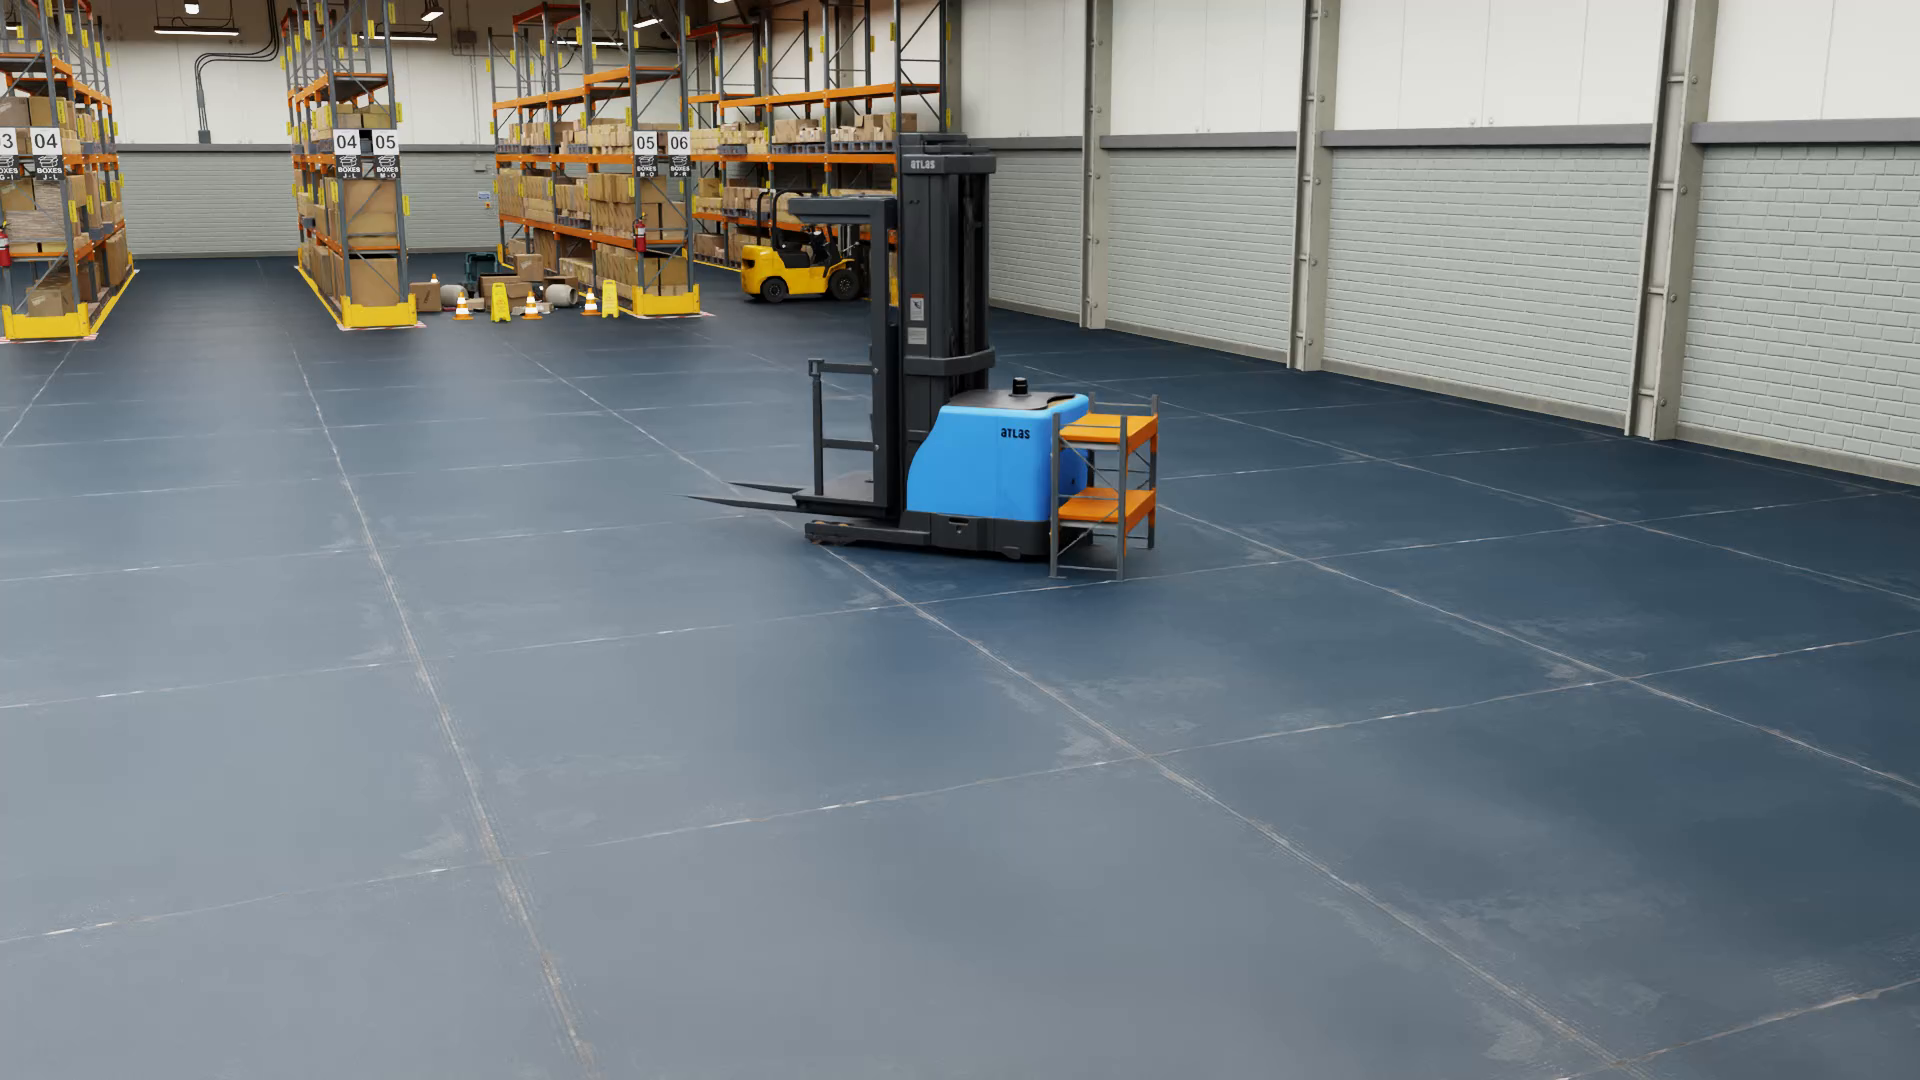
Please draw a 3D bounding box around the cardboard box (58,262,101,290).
[{"bbox_3d":[-17.282,-5.176,32.648,0.700,0.500,0.500,-6,15,-26],"label":"cardboard box"}]

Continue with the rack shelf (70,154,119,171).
[{"bbox_3d":[-19.972,-8.666,38.105,1.077,0.370,4.000,-6,14,-23],"label":"rack shelf"}]

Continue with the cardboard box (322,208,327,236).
[{"bbox_3d":[-11.835,-6.049,31.631,0.500,0.500,0.500,-6,14,-23],"label":"cardboard box"}]

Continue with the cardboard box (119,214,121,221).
[{"bbox_3d":[-19.717,-7.486,38.621,0.380,0.149,0.250,-5,14,-22],"label":"cardboard box"}]

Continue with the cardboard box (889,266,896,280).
[{"bbox_3d":[-1.219,-5.188,32.191,0.500,0.250,0.500,-6,14,-24],"label":"cardboard box"}]

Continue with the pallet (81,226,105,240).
[{"bbox_3d":[-16.139,-5.567,30.196,1.003,0.211,1.213,-6,14,-23],"label":"pallet"}]

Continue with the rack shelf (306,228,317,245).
[{"bbox_3d":[-13.785,-6.806,36.718,1.077,0.370,4.000,-6,14,-23],"label":"rack shelf"}]

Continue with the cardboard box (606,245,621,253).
[{"bbox_3d":[-6.584,-5.592,31.943,0.380,0.149,0.250,-5,14,-20],"label":"cardboard box"}]

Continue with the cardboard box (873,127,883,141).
[{"bbox_3d":[-1.449,-7.852,32.138,0.396,0.266,0.258,-6,14,-23],"label":"cardboard box"}]

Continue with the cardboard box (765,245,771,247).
[{"bbox_3d":[-4.309,-6.715,39.342,0.500,0.500,0.500,-5,14,-21],"label":"cardboard box"}]

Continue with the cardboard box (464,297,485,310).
[{"bbox_3d":[-9.005,-4.396,30.773,0.396,0.266,0.258,-3,13,-13],"label":"cardboard box"}]

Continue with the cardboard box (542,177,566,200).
[{"bbox_3d":[-9.149,-7.935,37.563,0.500,0.500,0.500,-5,14,-22],"label":"cardboard box"}]

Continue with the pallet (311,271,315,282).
[{"bbox_3d":[-14.273,-6.050,38.042,1.003,0.211,1.213,-6,14,-23],"label":"pallet"}]

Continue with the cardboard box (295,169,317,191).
[{"bbox_3d":[-15.856,-8.746,40.410,0.500,0.500,0.500,-6,14,-24],"label":"cardboard box"}]

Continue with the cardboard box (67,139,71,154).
[{"bbox_3d":[-14.728,-6.383,26.976,0.500,0.250,0.500,-6,14,-23],"label":"cardboard box"}]

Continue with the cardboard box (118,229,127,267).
[{"bbox_3d":[-20.079,-6.825,38.987,0.875,0.875,0.875,-6,14,-23],"label":"cardboard box"}]

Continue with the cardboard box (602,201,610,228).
[{"bbox_3d":[-6.554,-6.255,31.864,0.500,0.500,0.500,-6,14,-23],"label":"cardboard box"}]

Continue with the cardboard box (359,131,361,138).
[{"bbox_3d":[-10.634,-7.304,30.028,0.380,0.149,0.250,-6,14,-23],"label":"cardboard box"}]

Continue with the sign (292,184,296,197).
[{"bbox_3d":[-16.686,-8.768,41.683,0.100,0.325,0.005,-6,14,-23],"label":"sign"}]

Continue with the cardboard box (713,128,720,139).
[{"bbox_3d":[-5.967,-10.346,42.330,0.500,0.250,0.500,-6,14,-23],"label":"cardboard box"}]

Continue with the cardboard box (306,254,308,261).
[{"bbox_3d":[-15.247,-6.675,39.289,0.380,0.149,0.250,-6,14,-25],"label":"cardboard box"}]

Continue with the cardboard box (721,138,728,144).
[{"bbox_3d":[-5.717,-9.924,41.349,0.380,0.149,0.250,-5,14,-22],"label":"cardboard box"}]

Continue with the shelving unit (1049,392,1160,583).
[{"bbox_3d":[1.013,-0.389,11.555,0.538,1.125,1.048,4,14,17],"label":"shelving unit"}]

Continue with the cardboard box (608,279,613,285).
[{"bbox_3d":[-6.458,-4.884,31.988,0.500,0.250,0.500,-6,14,-24],"label":"cardboard box"}]

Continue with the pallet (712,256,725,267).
[{"bbox_3d":[-5.819,-7.270,43.312,1.003,0.211,1.213,-6,14,-23],"label":"pallet"}]

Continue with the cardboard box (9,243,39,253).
[{"bbox_3d":[-14.668,-4.581,26.067,0.380,0.149,0.250,-6,14,-23],"label":"cardboard box"}]

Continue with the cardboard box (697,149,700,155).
[{"bbox_3d":[-6.707,-10.239,43.863,0.380,0.149,0.250,-6,14,-23],"label":"cardboard box"}]

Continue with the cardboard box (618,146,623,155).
[{"bbox_3d":[-6.072,-7.157,30.547,0.380,0.149,0.250,-6,14,-23],"label":"cardboard box"}]

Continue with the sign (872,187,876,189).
[{"bbox_3d":[-1.832,-7.344,35.354,0.100,0.325,0.005,-6,14,-23],"label":"sign"}]

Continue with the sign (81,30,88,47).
[{"bbox_3d":[-17.076,-9.783,32.435,0.100,0.325,0.005,-6,14,-23],"label":"sign"}]

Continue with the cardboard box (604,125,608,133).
[{"bbox_3d":[-6.487,-7.753,31.353,0.380,0.149,0.250,-6,14,-24],"label":"cardboard box"}]

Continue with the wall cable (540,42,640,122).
[{"bbox_3d":[-10.972,-13.266,49.646,2.988,3.039,0.133,-6,14,-23],"label":"wall cable"}]

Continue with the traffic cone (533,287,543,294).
[{"bbox_3d":[-8.666,-5.278,34.149,0.336,0.463,0.334,-6,14,-23],"label":"traffic cone"}]

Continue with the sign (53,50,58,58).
[{"bbox_3d":[-21.285,-11.375,39.136,0.100,0.325,0.005,-6,14,-23],"label":"sign"}]

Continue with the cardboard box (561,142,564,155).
[{"bbox_3d":[-8.416,-8.473,35.975,0.396,0.266,0.258,-6,14,-23],"label":"cardboard box"}]

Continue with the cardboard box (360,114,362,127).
[{"bbox_3d":[-9.942,-7.104,28.280,0.500,0.250,0.500,-6,14,-24],"label":"cardboard box"}]

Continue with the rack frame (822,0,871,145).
[{"bbox_3d":[-2.340,-9.756,34.567,1.000,3.000,0.127,-6,14,-23],"label":"rack frame"}]

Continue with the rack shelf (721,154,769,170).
[{"bbox_3d":[-4.743,-9.184,40.342,1.077,0.370,4.000,-6,14,-23],"label":"rack shelf"}]

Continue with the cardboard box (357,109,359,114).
[{"bbox_3d":[-10.642,-7.695,29.947,0.380,0.149,0.250,-5,14,-22],"label":"cardboard box"}]

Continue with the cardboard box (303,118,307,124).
[{"bbox_3d":[-13.918,-8.950,35.815,0.396,0.266,0.258,-6,14,-23],"label":"cardboard box"}]

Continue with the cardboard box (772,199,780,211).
[{"bbox_3d":[-4.011,-7.714,38.273,0.500,0.250,0.500,-6,14,-23],"label":"cardboard box"}]

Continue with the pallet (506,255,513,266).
[{"bbox_3d":[-11.301,-7.347,43.646,1.003,0.211,1.213,-6,14,-23],"label":"pallet"}]

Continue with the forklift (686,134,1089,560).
[{"bbox_3d":[-0.595,-1.485,12.287,3.031,2.935,1.130,5,14,22],"label":"forklift"}]

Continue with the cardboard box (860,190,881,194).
[{"bbox_3d":[-1.779,-6.942,33.390,0.380,0.149,0.250,-6,14,-23],"label":"cardboard box"}]

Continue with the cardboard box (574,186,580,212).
[{"bbox_3d":[-7.683,-7.067,34.438,0.500,0.500,0.500,-5,14,-21],"label":"cardboard box"}]

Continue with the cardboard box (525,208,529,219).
[{"bbox_3d":[-10.157,-7.849,39.965,0.500,0.250,0.500,-6,14,-24],"label":"cardboard box"}]

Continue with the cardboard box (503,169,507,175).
[{"bbox_3d":[-11.514,-9.453,42.682,0.380,0.149,0.250,-6,14,-25],"label":"cardboard box"}]

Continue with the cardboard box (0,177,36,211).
[{"bbox_3d":[-14.811,-5.435,26.101,0.500,0.500,0.500,-6,14,-23],"label":"cardboard box"}]

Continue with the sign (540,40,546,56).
[{"bbox_3d":[-8.996,-10.615,35.854,0.100,0.325,0.005,-6,14,-23],"label":"sign"}]

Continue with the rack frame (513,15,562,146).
[{"bbox_3d":[-10.091,-10.960,39.767,1.000,3.000,0.127,-6,14,-23],"label":"rack frame"}]
